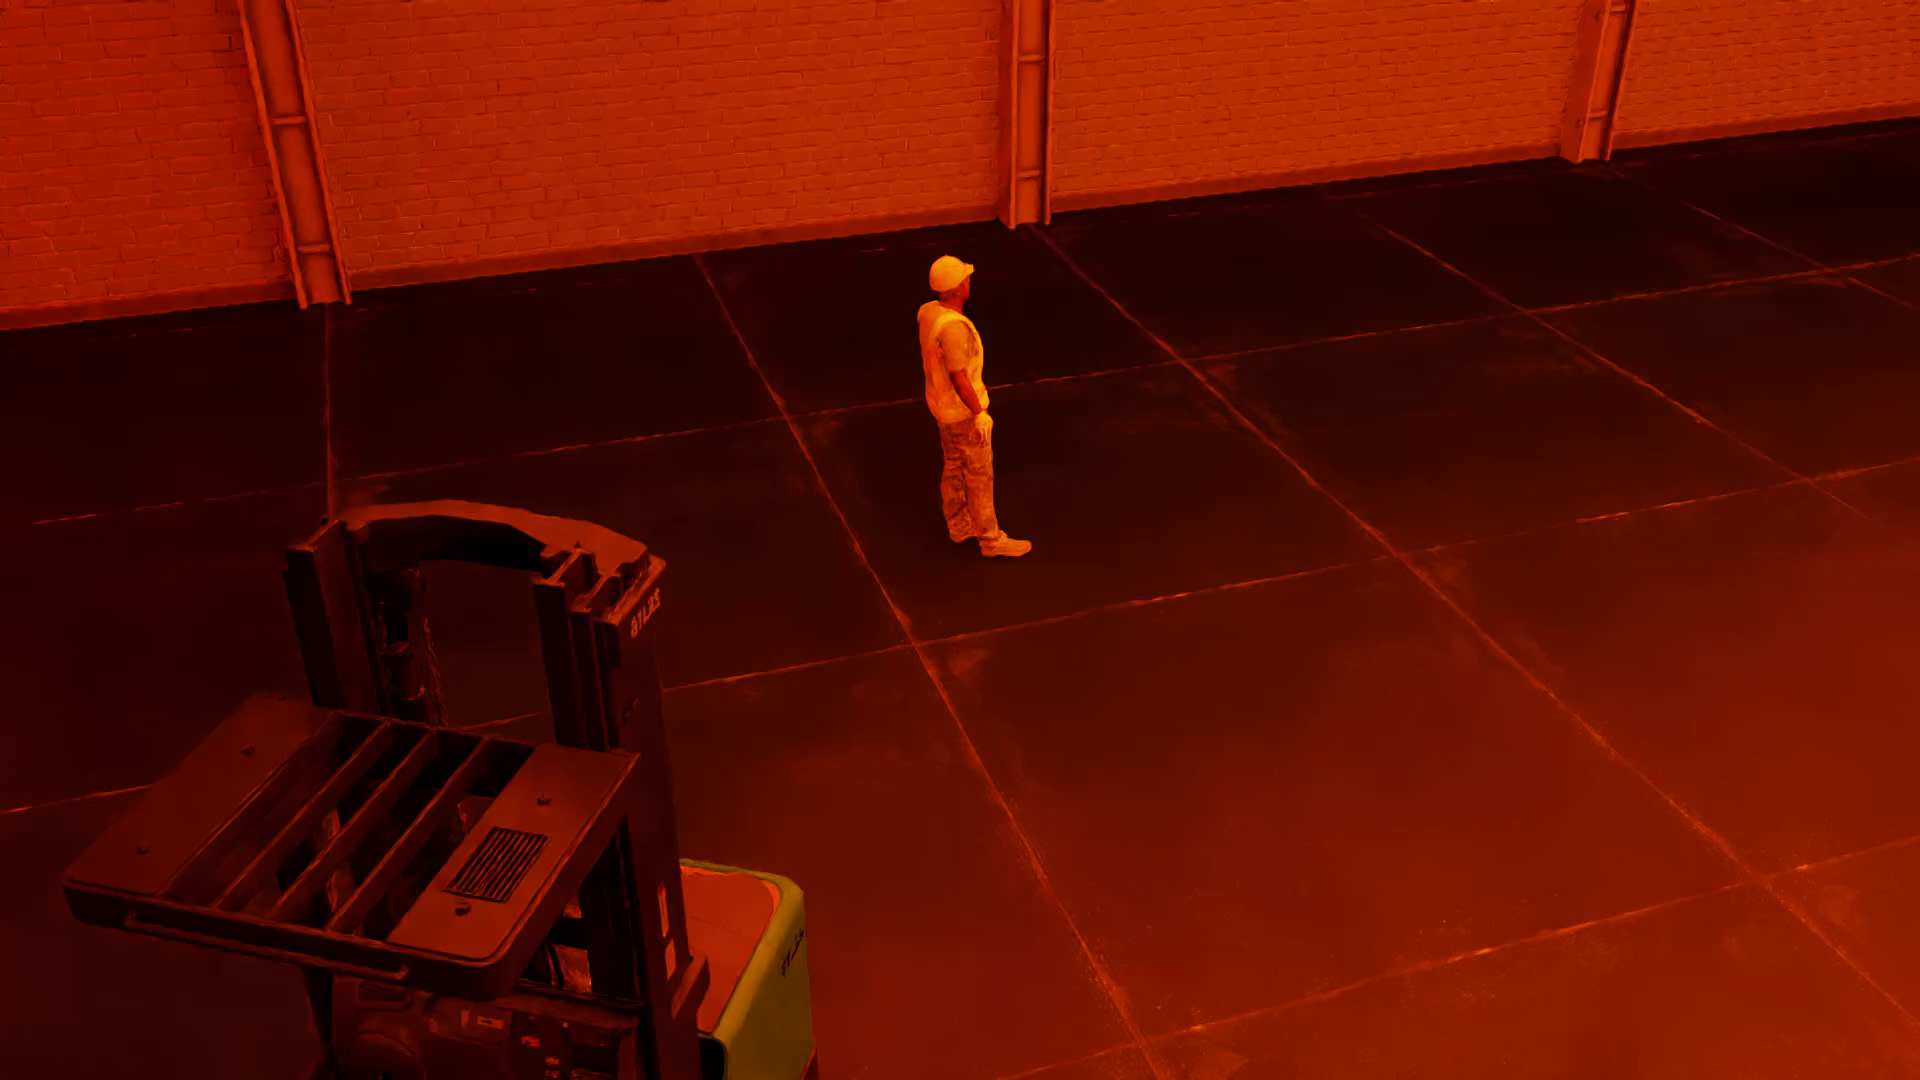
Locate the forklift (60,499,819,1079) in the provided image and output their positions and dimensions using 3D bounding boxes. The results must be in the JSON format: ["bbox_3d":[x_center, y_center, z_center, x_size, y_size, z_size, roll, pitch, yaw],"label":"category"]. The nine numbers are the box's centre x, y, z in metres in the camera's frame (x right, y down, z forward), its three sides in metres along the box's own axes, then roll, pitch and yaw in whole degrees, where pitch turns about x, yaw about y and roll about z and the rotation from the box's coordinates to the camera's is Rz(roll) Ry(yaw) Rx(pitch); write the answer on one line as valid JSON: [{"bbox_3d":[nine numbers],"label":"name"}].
[{"bbox_3d":[-1.389,1.496,4.487,1.130,2.935,3.031,7,31,12],"label":"forklift"}]

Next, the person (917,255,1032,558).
[{"bbox_3d":[0.071,-0.785,9.593,0.575,1.777,0.655,-10,31,-16],"label":"person"}]
